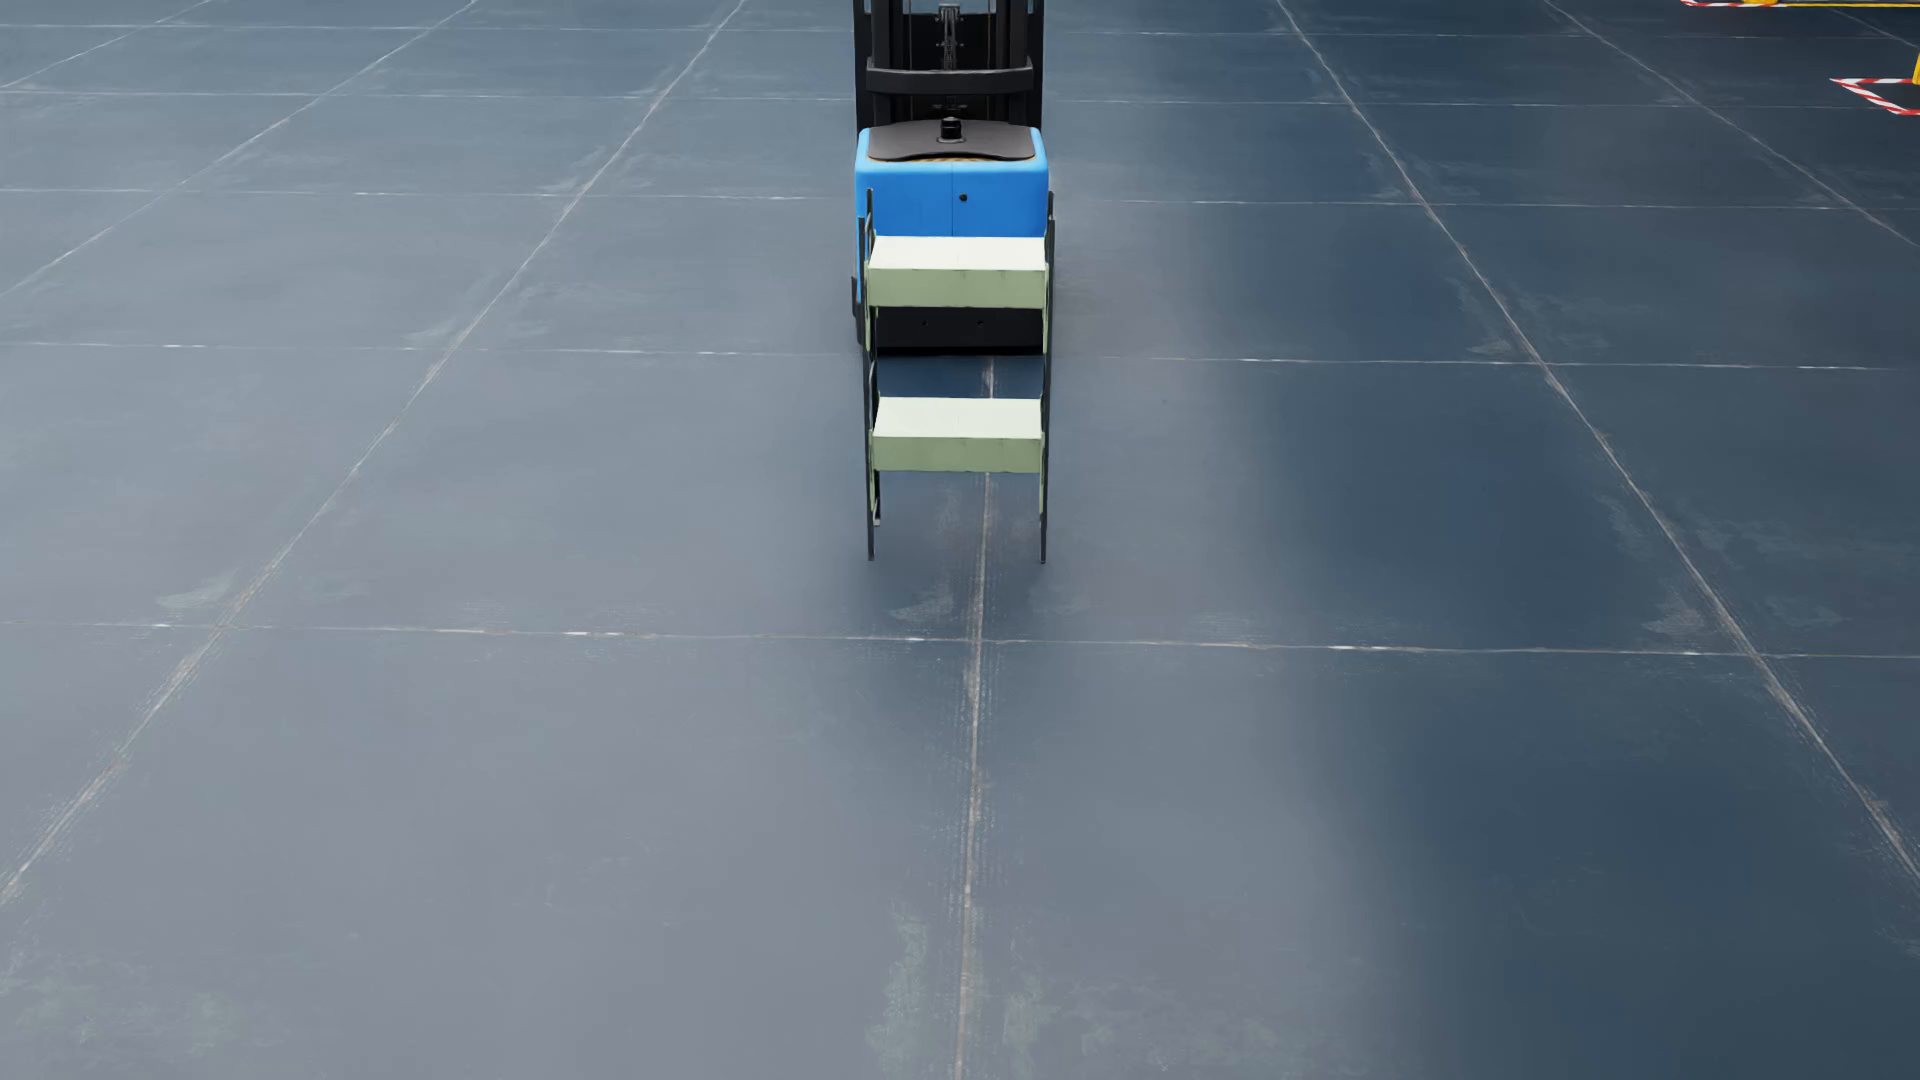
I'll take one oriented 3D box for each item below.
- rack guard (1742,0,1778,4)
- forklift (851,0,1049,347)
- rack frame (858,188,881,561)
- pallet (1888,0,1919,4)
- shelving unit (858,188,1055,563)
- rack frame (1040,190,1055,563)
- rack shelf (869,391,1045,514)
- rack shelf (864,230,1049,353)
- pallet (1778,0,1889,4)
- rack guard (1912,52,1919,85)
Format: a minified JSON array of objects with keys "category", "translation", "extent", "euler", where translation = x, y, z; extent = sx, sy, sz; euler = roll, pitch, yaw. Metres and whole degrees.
[{"category":"rack guard","translation":[8.958,-6.458,18.898],"extent":[0.348,0.500,1.175],"euler":[1,28,2]},{"category":"forklift","translation":[-0.069,-2.995,9.771],"extent":[1.130,2.935,3.031],"euler":[-1,28,-1]},{"category":"rack frame","translation":[-0.372,-0.669,6.910],"extent":[0.023,1.500,0.400],"euler":[1,28,2]},{"category":"pallet","translation":[10.986,-6.293,18.895],"extent":[1.213,0.211,1.003],"euler":[1,28,2]},{"category":"shelving unit","translation":[-0.007,-0.663,6.899],"extent":[0.755,1.500,0.431],"euler":[1,28,2]},{"category":"rack frame","translation":[0.359,-0.657,6.888],"extent":[0.023,1.500,0.400],"euler":[1,28,2]},{"category":"rack shelf","translation":[-0.007,-0.375,7.052],"extent":[0.720,0.370,0.431],"euler":[1,28,2]},{"category":"rack shelf","translation":[-0.007,-1.008,6.716],"extent":[0.720,0.370,0.431],"euler":[1,28,2]},{"category":"pallet","translation":[9.770,-6.314,18.936],"extent":[1.213,0.211,1.003],"euler":[1,28,2]},{"category":"rack guard","translation":[8.782,-4.117,14.483],"extent":[0.348,0.500,1.175],"euler":[1,28,2]}]
